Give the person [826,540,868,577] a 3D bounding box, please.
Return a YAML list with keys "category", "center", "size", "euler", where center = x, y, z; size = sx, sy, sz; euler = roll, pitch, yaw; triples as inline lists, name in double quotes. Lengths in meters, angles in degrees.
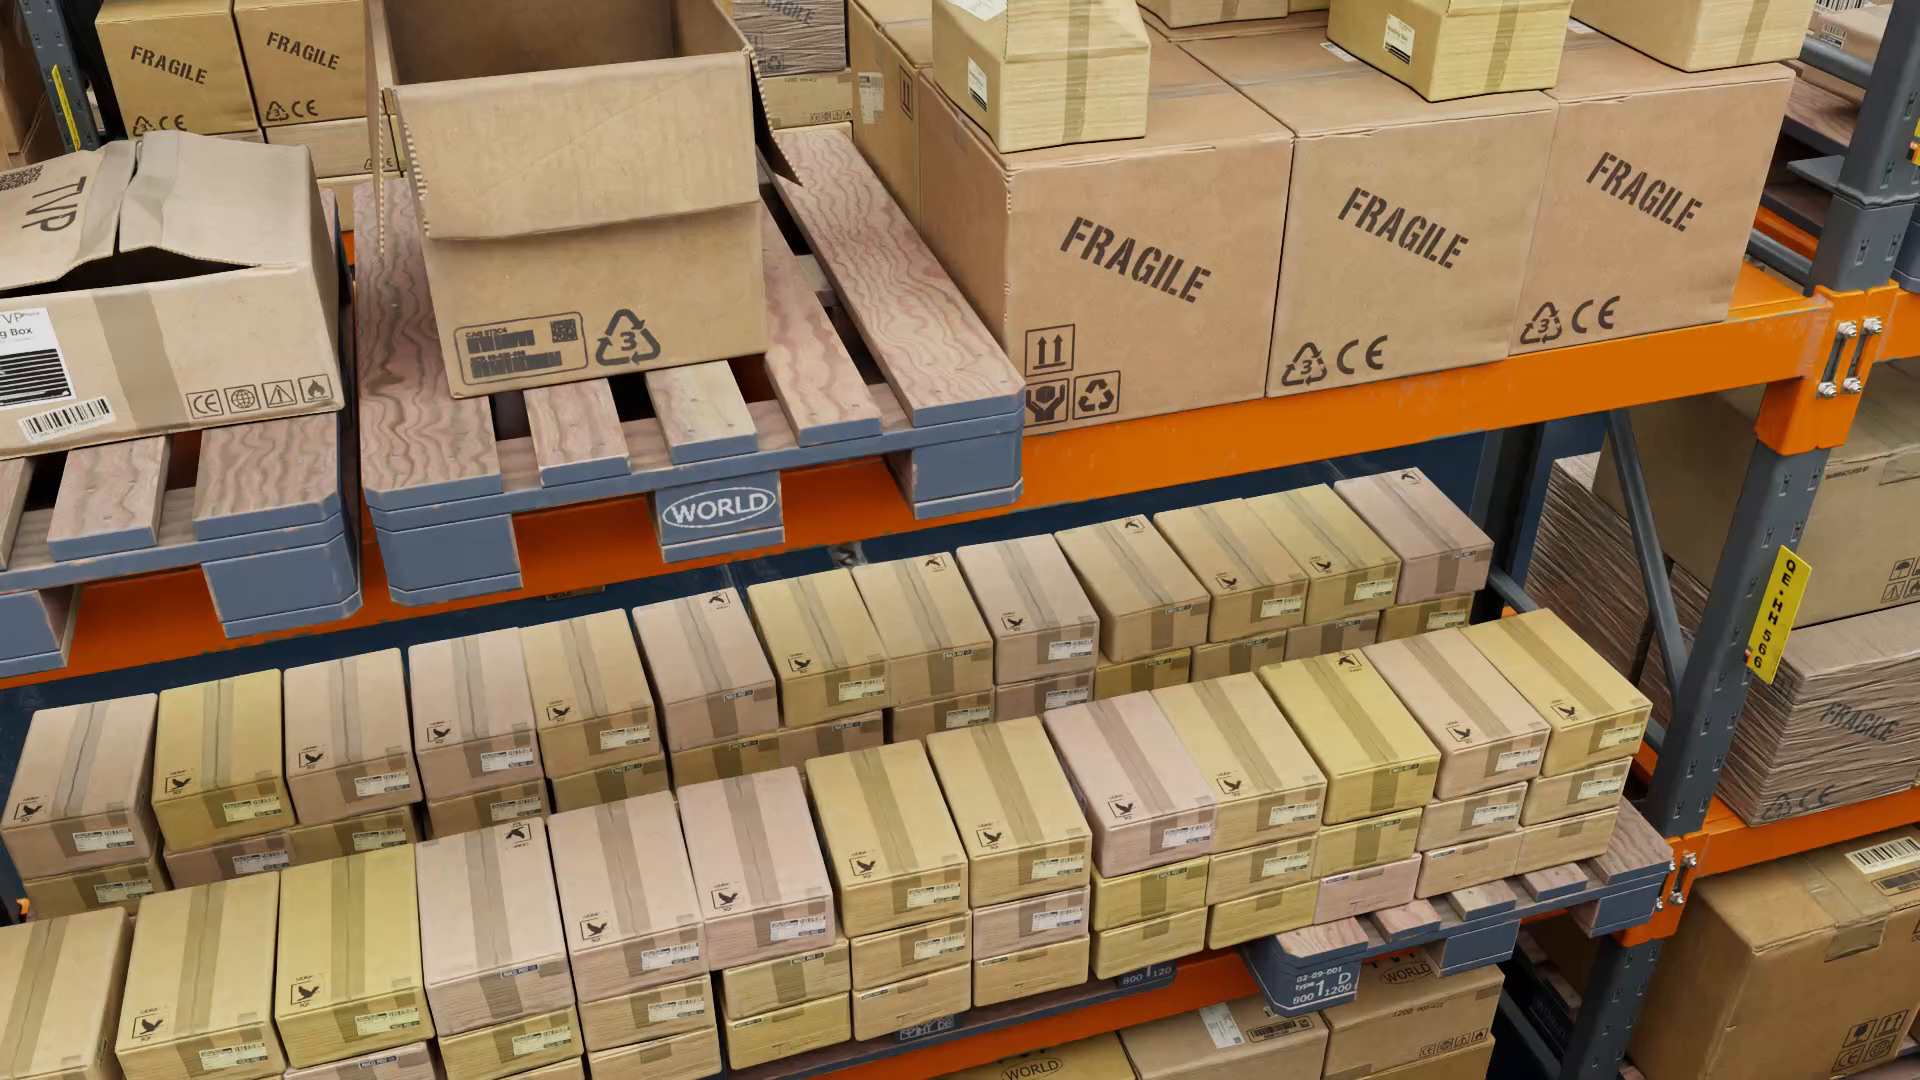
- category: "person"
  center: [-0.480, -0.257, 6.494]
  size: [0.515, 1.690, 0.509]
  euler: [27, 42, 34]
